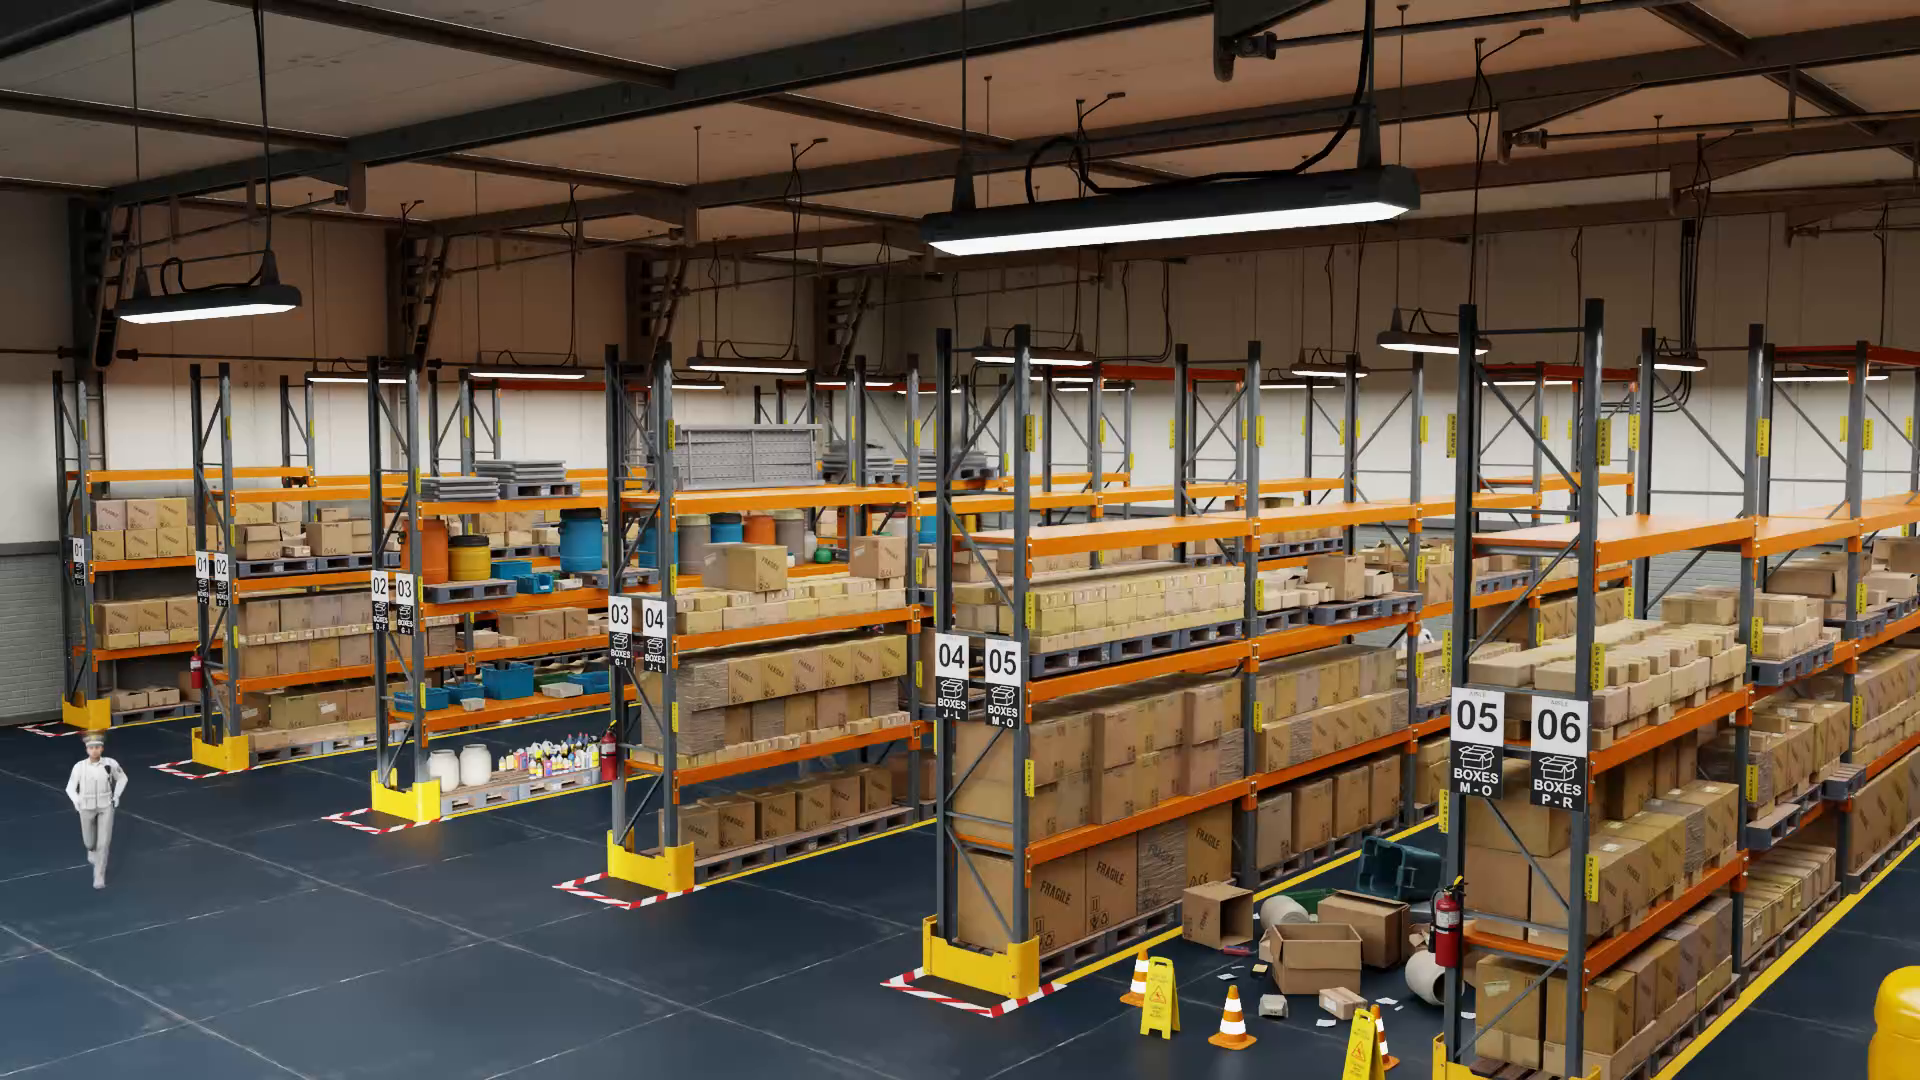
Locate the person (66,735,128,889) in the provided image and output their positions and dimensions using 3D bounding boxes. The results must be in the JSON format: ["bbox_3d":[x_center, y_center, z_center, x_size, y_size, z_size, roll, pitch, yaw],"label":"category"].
[{"bbox_3d":[-9.661,3.000,18.641,0.617,1.682,0.747,-2,5,-27],"label":"person"}]

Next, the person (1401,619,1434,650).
[{"bbox_3d":[8.360,2.177,30.276,0.643,1.633,0.744,-1,4,-12],"label":"person"}]

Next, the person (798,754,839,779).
[{"bbox_3d":[-1.947,2.632,22.866,0.685,1.807,0.848,4,5,41],"label":"person"}]
